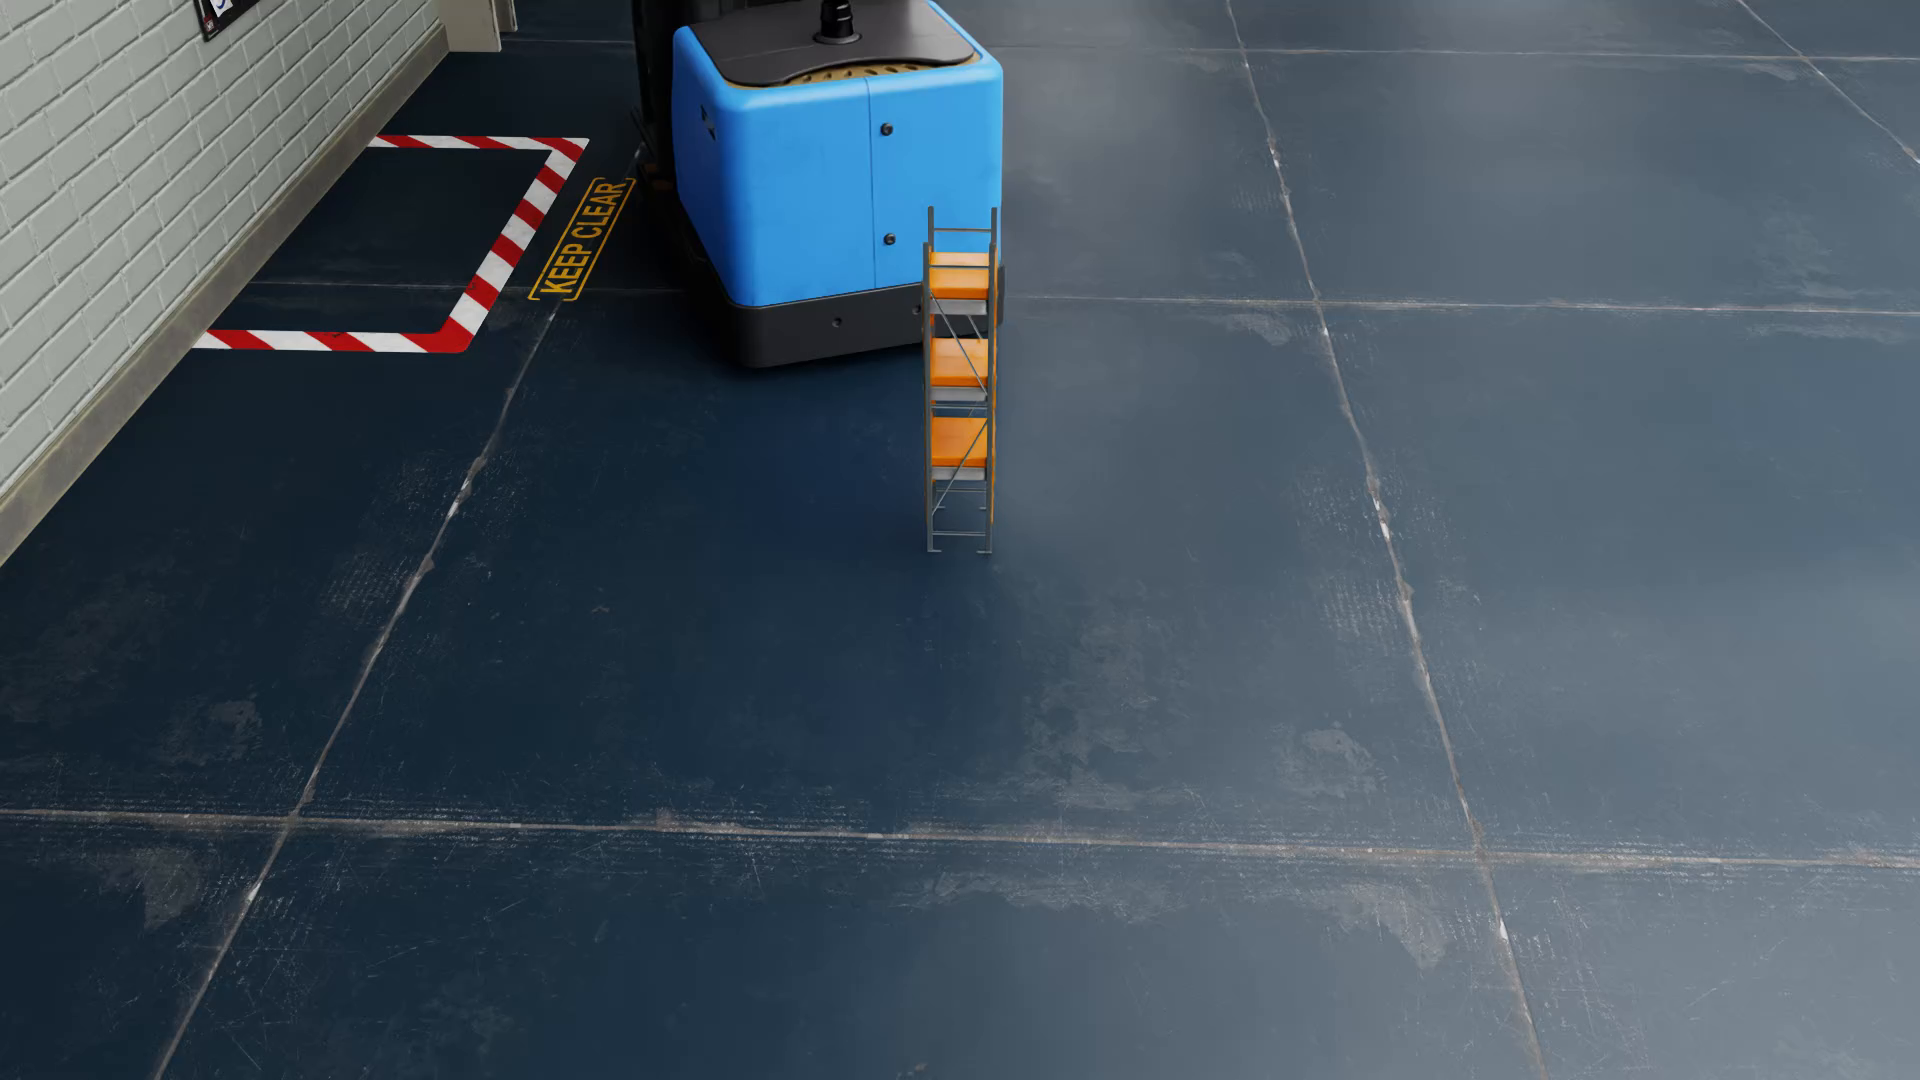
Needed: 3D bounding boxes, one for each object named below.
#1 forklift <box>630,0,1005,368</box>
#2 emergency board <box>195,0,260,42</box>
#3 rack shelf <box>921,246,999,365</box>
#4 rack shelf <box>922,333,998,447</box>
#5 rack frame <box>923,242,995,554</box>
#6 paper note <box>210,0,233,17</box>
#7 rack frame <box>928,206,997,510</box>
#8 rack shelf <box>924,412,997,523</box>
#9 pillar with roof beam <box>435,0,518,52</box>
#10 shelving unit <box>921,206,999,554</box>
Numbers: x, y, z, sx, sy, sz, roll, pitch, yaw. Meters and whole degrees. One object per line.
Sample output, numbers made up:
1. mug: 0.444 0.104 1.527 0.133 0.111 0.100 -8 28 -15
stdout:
1. forklift: -0.794 -2.666 6.495 1.130 2.935 3.031 -11 37 -15
2. emergency board: -2.801 -2.567 6.294 0.157 1.169 0.626 1 35 2
3. rack shelf: 0.002 -0.684 4.835 0.215 0.259 0.240 1 35 2
4. rack shelf: 0.002 -0.452 4.998 0.215 0.259 0.240 1 35 2
5. rack frame: -0.003 -0.390 4.892 0.200 1.050 0.008 1 35 2
6. paper note: -2.859 -2.111 6.412 0.016 0.148 0.142 1 35 2
7. rack frame: 0.007 -0.530 5.092 0.200 1.050 0.008 1 35 2
8. rack shelf: 0.002 -0.224 5.158 0.215 0.259 0.240 1 35 2
9. pillar with roof beam: 1.656 -6.346 6.453 9.100 9.000 0.400 1 35 2
10. shelving unit: 0.002 -0.460 4.992 0.215 1.050 0.252 1 35 2
